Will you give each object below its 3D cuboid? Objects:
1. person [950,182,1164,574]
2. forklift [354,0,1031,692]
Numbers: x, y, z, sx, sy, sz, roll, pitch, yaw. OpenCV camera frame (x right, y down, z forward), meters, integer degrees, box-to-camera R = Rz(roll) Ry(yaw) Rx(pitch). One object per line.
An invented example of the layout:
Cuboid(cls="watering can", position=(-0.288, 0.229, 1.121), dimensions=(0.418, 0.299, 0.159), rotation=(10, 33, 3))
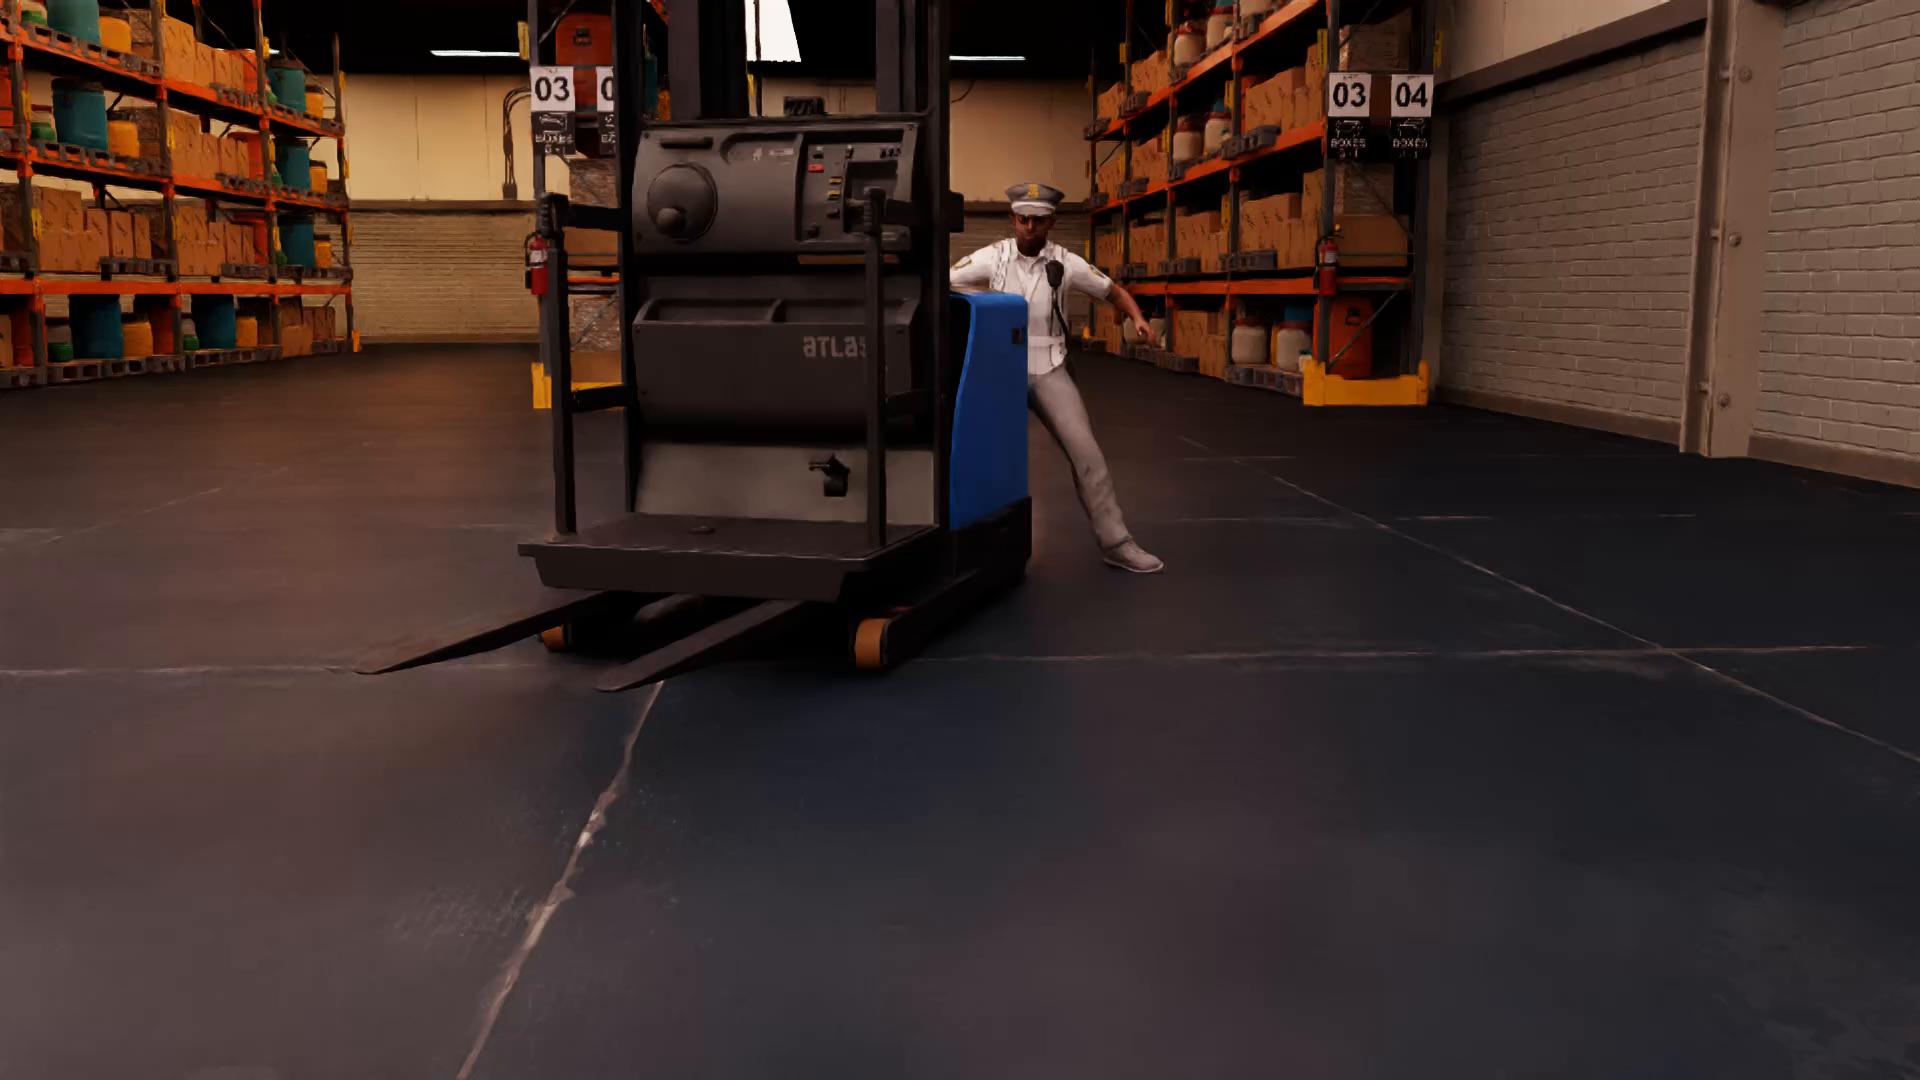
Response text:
Cuboid(cls="person", position=(0.332, -0.665, 6.688), dimensions=(0.952, 1.524, 0.722), rotation=(0, 8, 3))
Cuboid(cls="forklift", position=(-0.636, -1.132, 4.953), dimensions=(1.130, 2.935, 3.031), rotation=(2, 9, 16))
